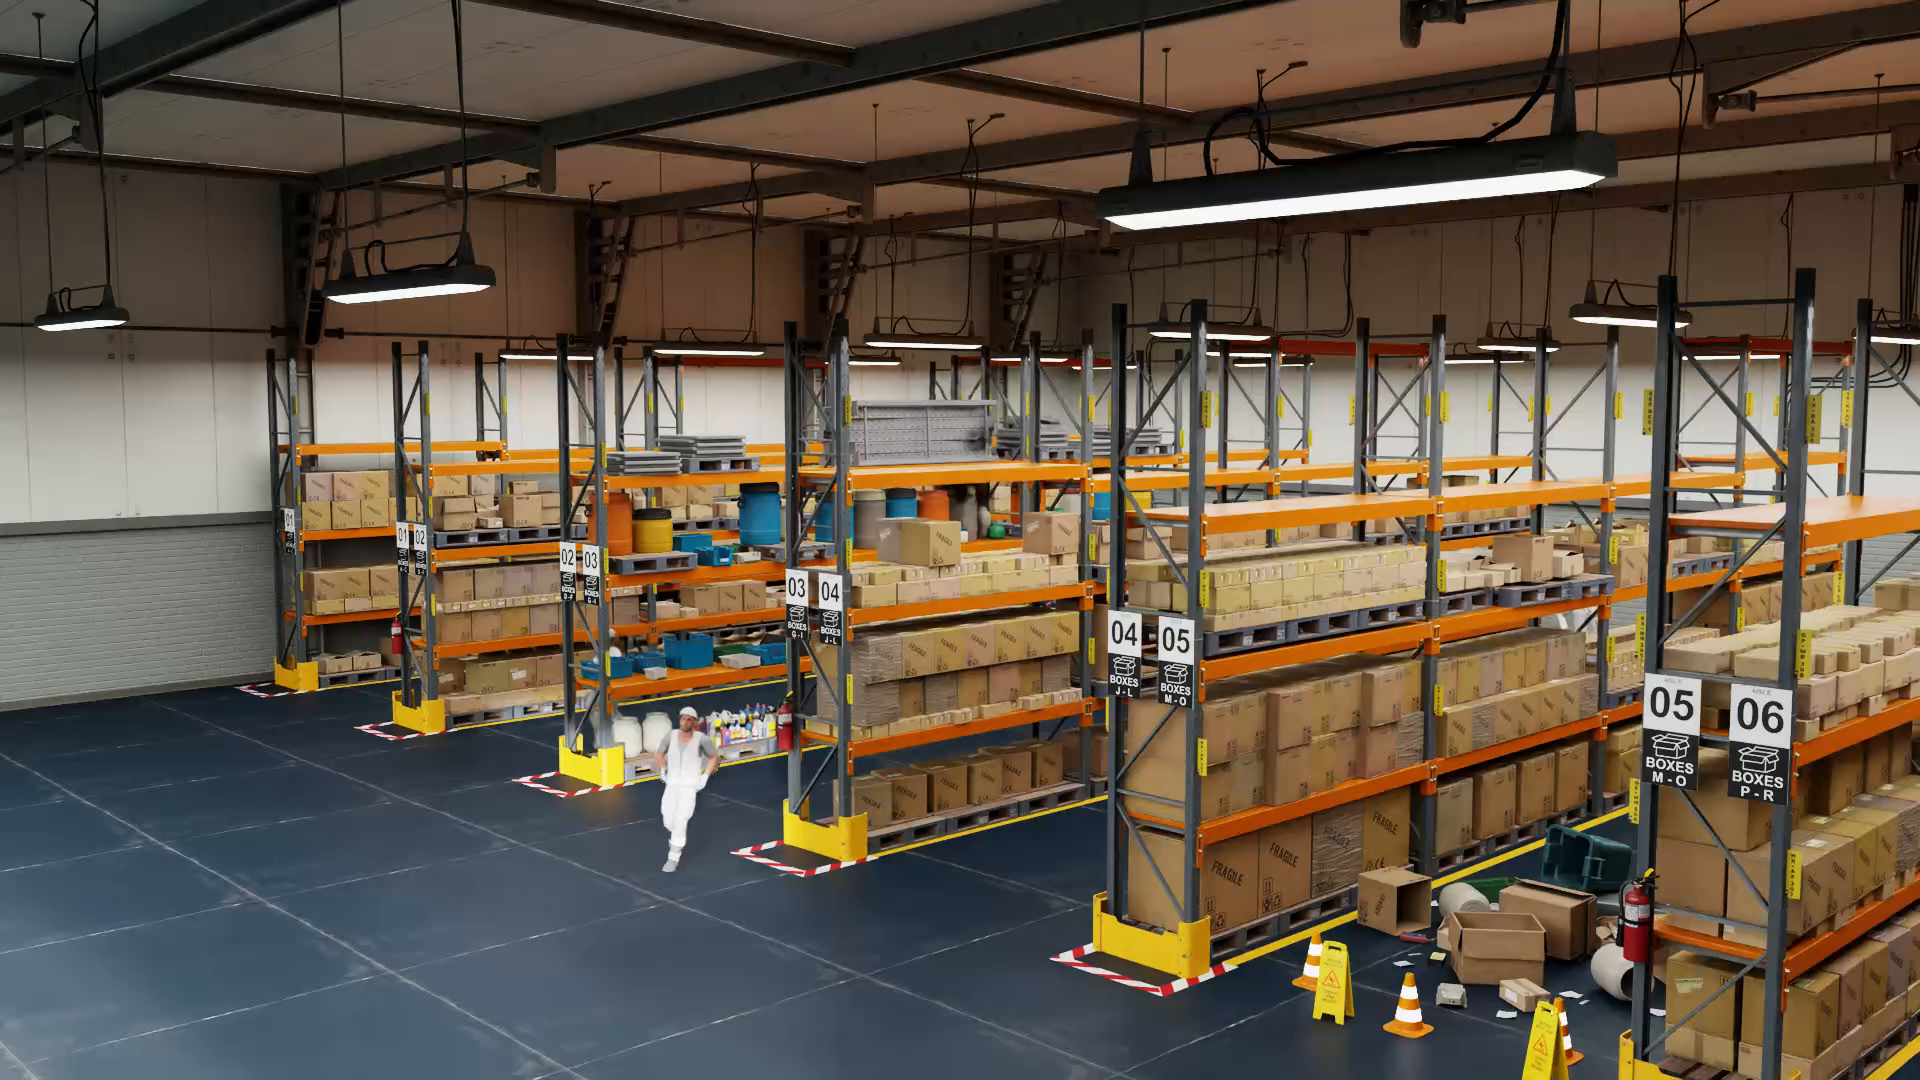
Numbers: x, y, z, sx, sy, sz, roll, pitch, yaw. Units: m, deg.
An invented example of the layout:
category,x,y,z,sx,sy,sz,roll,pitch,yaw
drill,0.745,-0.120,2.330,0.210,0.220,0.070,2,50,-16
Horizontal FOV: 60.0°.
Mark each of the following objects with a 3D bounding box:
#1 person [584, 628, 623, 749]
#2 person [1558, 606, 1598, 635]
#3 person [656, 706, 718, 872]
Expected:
category,x,y,z,sx,sy,sz,roll,pitch,yaw
person,-5.199,2.181,24.381,0.671,1.801,0.728,4,6,40
person,11.179,1.709,29.605,0.754,1.715,1.035,-1,5,-14
person,-3.025,2.707,18.324,0.689,1.771,0.779,1,5,6
